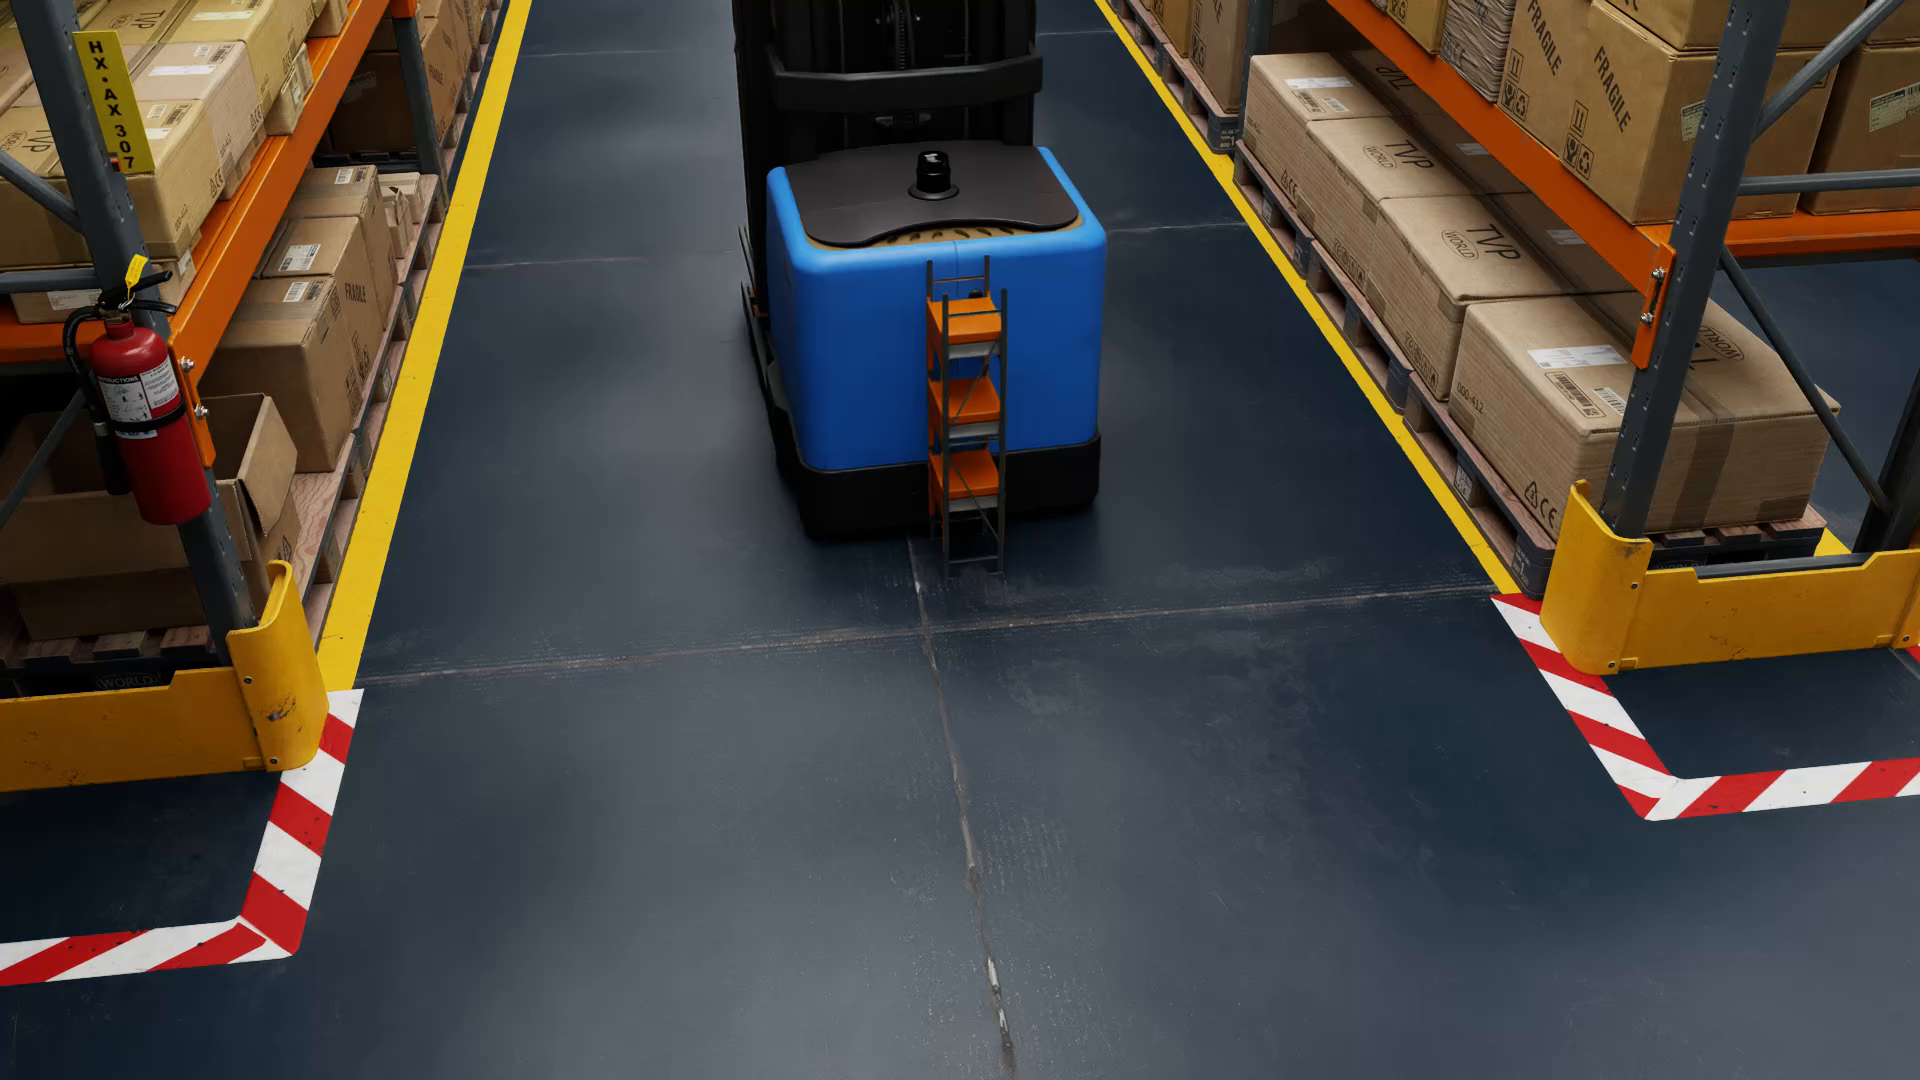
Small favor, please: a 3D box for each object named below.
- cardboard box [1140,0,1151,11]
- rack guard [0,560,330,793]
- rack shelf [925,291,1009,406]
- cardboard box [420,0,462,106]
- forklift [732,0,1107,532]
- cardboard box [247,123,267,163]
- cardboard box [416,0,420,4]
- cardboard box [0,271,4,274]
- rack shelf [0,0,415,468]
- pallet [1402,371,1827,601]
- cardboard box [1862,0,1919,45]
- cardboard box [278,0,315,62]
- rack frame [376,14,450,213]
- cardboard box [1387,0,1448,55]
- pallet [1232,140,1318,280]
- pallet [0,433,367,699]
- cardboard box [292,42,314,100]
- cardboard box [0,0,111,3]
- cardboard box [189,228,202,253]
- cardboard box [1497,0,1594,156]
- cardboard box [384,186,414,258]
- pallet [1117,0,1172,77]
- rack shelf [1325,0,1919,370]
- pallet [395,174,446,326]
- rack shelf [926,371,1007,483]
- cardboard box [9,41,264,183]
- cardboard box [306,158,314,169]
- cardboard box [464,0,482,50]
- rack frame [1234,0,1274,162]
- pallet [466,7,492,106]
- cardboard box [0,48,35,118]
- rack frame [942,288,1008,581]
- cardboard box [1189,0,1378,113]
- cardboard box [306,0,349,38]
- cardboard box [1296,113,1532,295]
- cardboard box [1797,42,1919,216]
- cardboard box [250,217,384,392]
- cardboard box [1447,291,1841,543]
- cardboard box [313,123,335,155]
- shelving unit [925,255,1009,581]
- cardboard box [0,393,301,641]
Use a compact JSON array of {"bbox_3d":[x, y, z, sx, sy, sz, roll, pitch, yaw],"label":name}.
[{"bbox_3d":[1.511,-3.840,10.234,0.875,0.875,0.875,-4,34,-6],"label":"cardboard box"},{"bbox_3d":[-2.467,0.399,4.721,1.175,0.500,0.348,-4,35,-6],"label":"rack guard"},{"bbox_3d":[0.020,-0.602,5.217,0.215,0.259,0.240,-7,35,-10],"label":"rack shelf"},{"bbox_3d":[-2.918,-2.548,8.672,0.500,0.500,0.500,-5,35,-7],"label":"cardboard box"},{"bbox_3d":[-0.316,-2.061,6.171,1.130,2.935,3.031,-7,35,-10],"label":"forklift"},{"bbox_3d":[-2.394,-1.268,5.170,0.380,0.149,0.250,-4,34,-6],"label":"cardboard box"},{"bbox_3d":[-2.939,-2.744,8.383,0.380,0.149,0.250,-6,35,-9],"label":"cardboard box"},{"bbox_3d":[-2.741,-0.799,4.482,0.380,0.149,0.250,-3,34,-5],"label":"cardboard box"},{"bbox_3d":[-2.726,-1.410,5.795,1.077,0.370,4.000,-4,35,-6],"label":"rack shelf"},{"bbox_3d":[2.276,-0.258,5.941,1.003,0.211,1.213,-4,35,-6],"label":"pallet"},{"bbox_3d":[2.679,-1.714,4.624,0.500,0.500,0.500,-5,35,-7],"label":"cardboard box"},{"bbox_3d":[-2.480,-1.774,5.558,0.500,0.250,0.500,-5,35,-8],"label":"cardboard box"},{"bbox_3d":[-2.995,-2.824,7.230,1.000,3.000,0.127,-4,35,-6],"label":"rack frame"},{"bbox_3d":[1.920,-2.115,6.101,0.500,0.500,0.500,-3,34,-5],"label":"cardboard box"},{"bbox_3d":[1.948,-1.619,7.939,1.003,0.211,1.213,-4,35,-6],"label":"pallet"},{"bbox_3d":[-2.575,0.074,5.455,1.003,0.211,1.213,-4,35,-6],"label":"pallet"},{"bbox_3d":[-2.409,-1.560,5.599,0.380,0.149,0.250,-4,34,-5],"label":"cardboard box"},{"bbox_3d":[-2.982,-1.746,5.517,0.500,0.250,0.500,-4,35,-6],"label":"cardboard box"},{"bbox_3d":[-2.309,-0.830,4.528,0.380,0.149,0.250,-4,34,-5],"label":"cardboard box"},{"bbox_3d":[2.081,-1.541,5.259,0.500,0.500,0.500,-5,35,-7],"label":"cardboard box"},{"bbox_3d":[-2.581,-1.380,7.166,0.396,0.266,0.258,-3,34,-5],"label":"cardboard box"},{"bbox_3d":[1.577,-3.157,10.195,1.003,0.211,1.213,-4,35,-6],"label":"pallet"},{"bbox_3d":[2.192,-1.788,6.350,1.077,0.370,4.000,-4,35,-6],"label":"rack shelf"},{"bbox_3d":[-2.904,-1.288,7.453,1.003,0.211,1.213,-4,35,-6],"label":"pallet"},{"bbox_3d":[0.020,-0.368,5.376,0.215,0.259,0.240,-7,35,-10],"label":"rack shelf"},{"bbox_3d":[-2.319,-1.208,4.727,0.500,0.250,0.500,-4,34,-6],"label":"cardboard box"},{"bbox_3d":[-3.140,-1.500,7.302,0.500,0.311,0.500,-3,34,-5],"label":"cardboard box"},{"bbox_3d":[-3.045,-3.116,9.506,0.500,0.500,0.500,-6,35,-8],"label":"cardboard box"},{"bbox_3d":[1.923,-3.202,7.785,1.000,3.000,0.127,-4,35,-6],"label":"rack frame"},{"bbox_3d":[-3.309,-2.805,9.678,1.003,0.211,1.213,-4,35,-6],"label":"pallet"},{"bbox_3d":[-2.850,-1.177,4.683,0.500,0.250,0.500,-4,35,-6],"label":"cardboard box"},{"bbox_3d":[0.045,-0.309,5.272,0.200,1.050,0.008,-7,35,-10],"label":"rack frame"},{"bbox_3d":[1.760,-2.837,8.764,0.875,0.875,0.875,-3,34,-5],"label":"cardboard box"},{"bbox_3d":[-2.516,-1.985,6.223,0.380,0.149,0.250,-5,35,-7],"label":"cardboard box"},{"bbox_3d":[2.022,-1.459,7.129,0.875,0.438,0.875,-5,35,-8],"label":"cardboard box"},{"bbox_3d":[2.681,-1.301,4.906,0.500,0.500,0.500,-5,35,-7],"label":"cardboard box"},{"bbox_3d":[-2.494,-0.863,6.200,0.500,0.500,0.500,-4,34,-5],"label":"cardboard box"},{"bbox_3d":[2.273,-0.445,5.642,0.875,0.438,0.875,-5,35,-8],"label":"cardboard box"},{"bbox_3d":[-3.354,-2.216,8.185,0.500,0.500,0.500,-5,35,-7],"label":"cardboard box"},{"bbox_3d":[0.020,-0.377,5.371,0.215,1.050,0.252,-7,35,-10],"label":"shelving unit"},{"bbox_3d":[-2.445,-0.082,5.051,0.797,0.503,0.637,-6,35,-8],"label":"cardboard box"}]
